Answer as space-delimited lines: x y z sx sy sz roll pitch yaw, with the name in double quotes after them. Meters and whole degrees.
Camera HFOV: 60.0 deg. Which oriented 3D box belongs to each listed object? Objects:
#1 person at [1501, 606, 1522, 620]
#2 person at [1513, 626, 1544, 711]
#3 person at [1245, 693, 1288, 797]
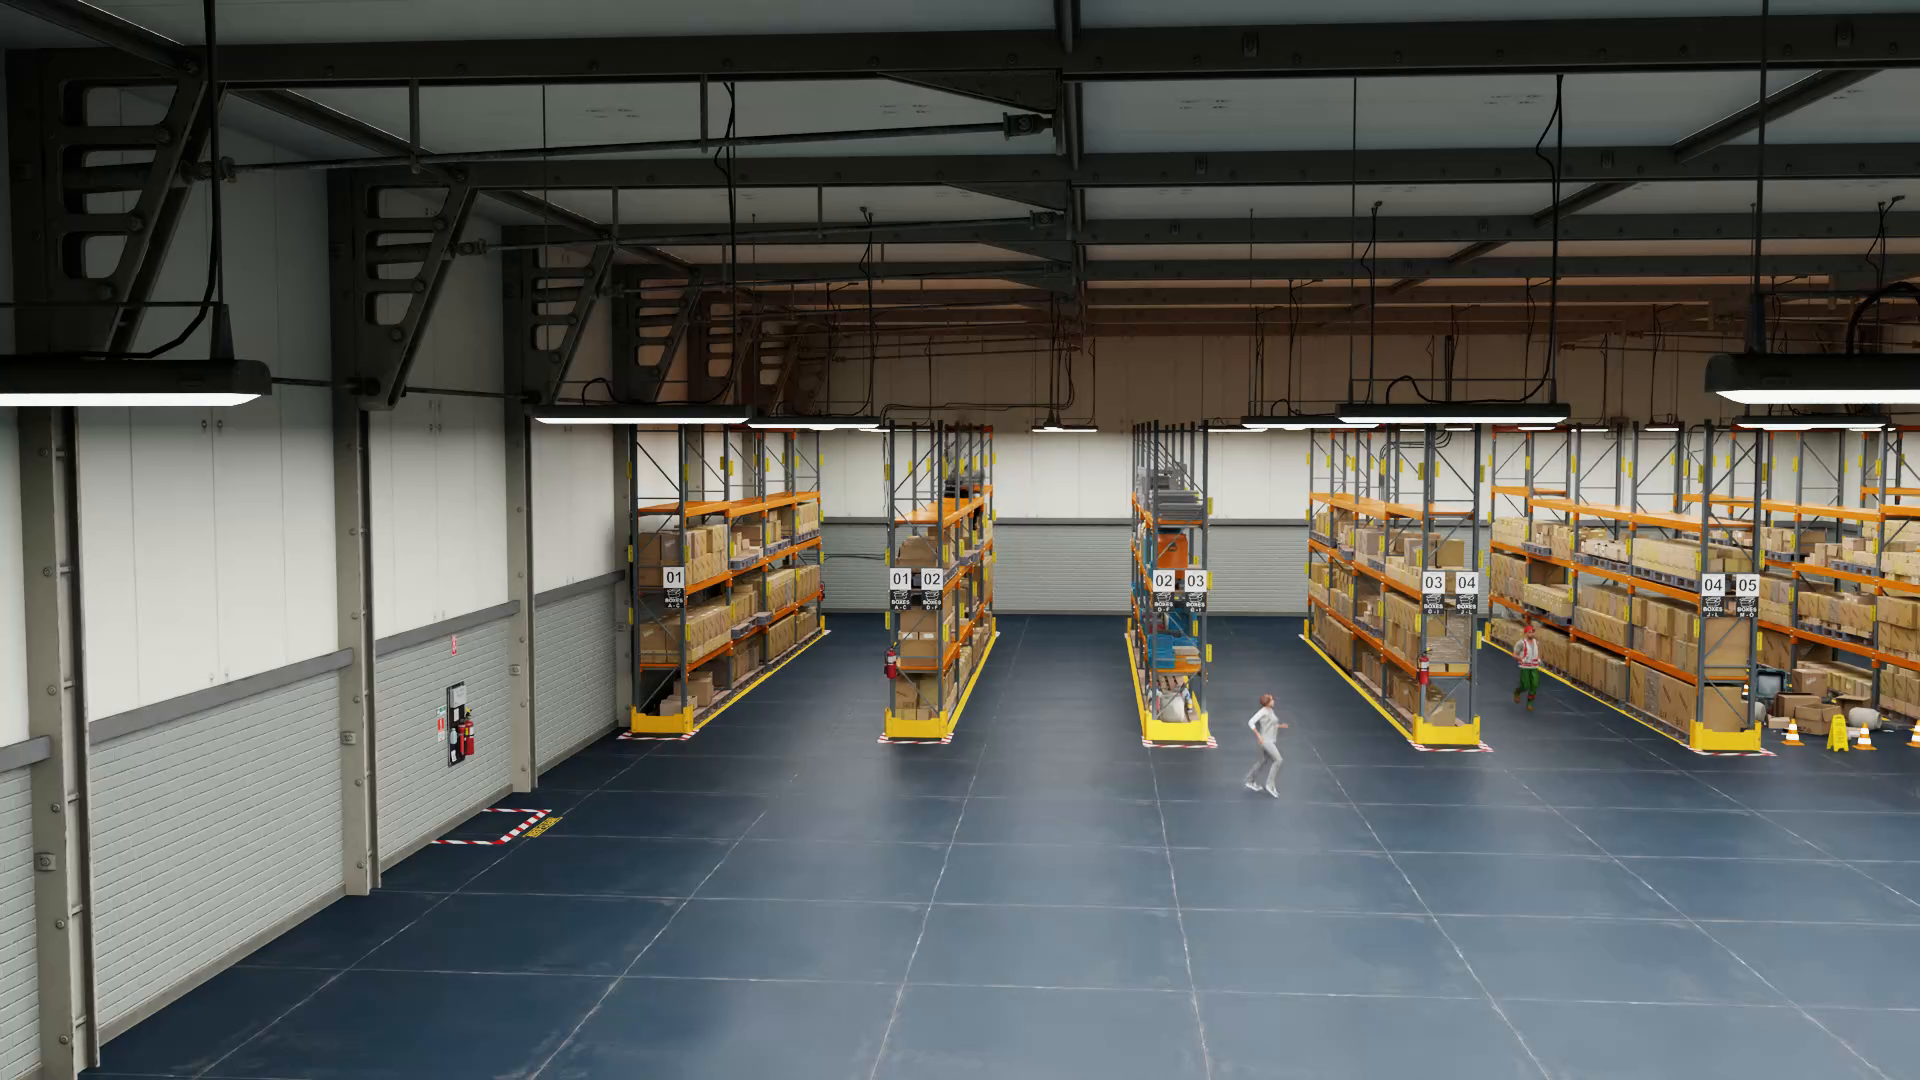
15.689 1.840 47.173 0.876 1.844 0.643 0 4 -7 "person"
11.815 2.655 34.619 0.656 1.748 0.712 -1 4 -11 "person"
4.872 3.250 26.416 0.703 1.639 0.503 1 4 20 "person"
